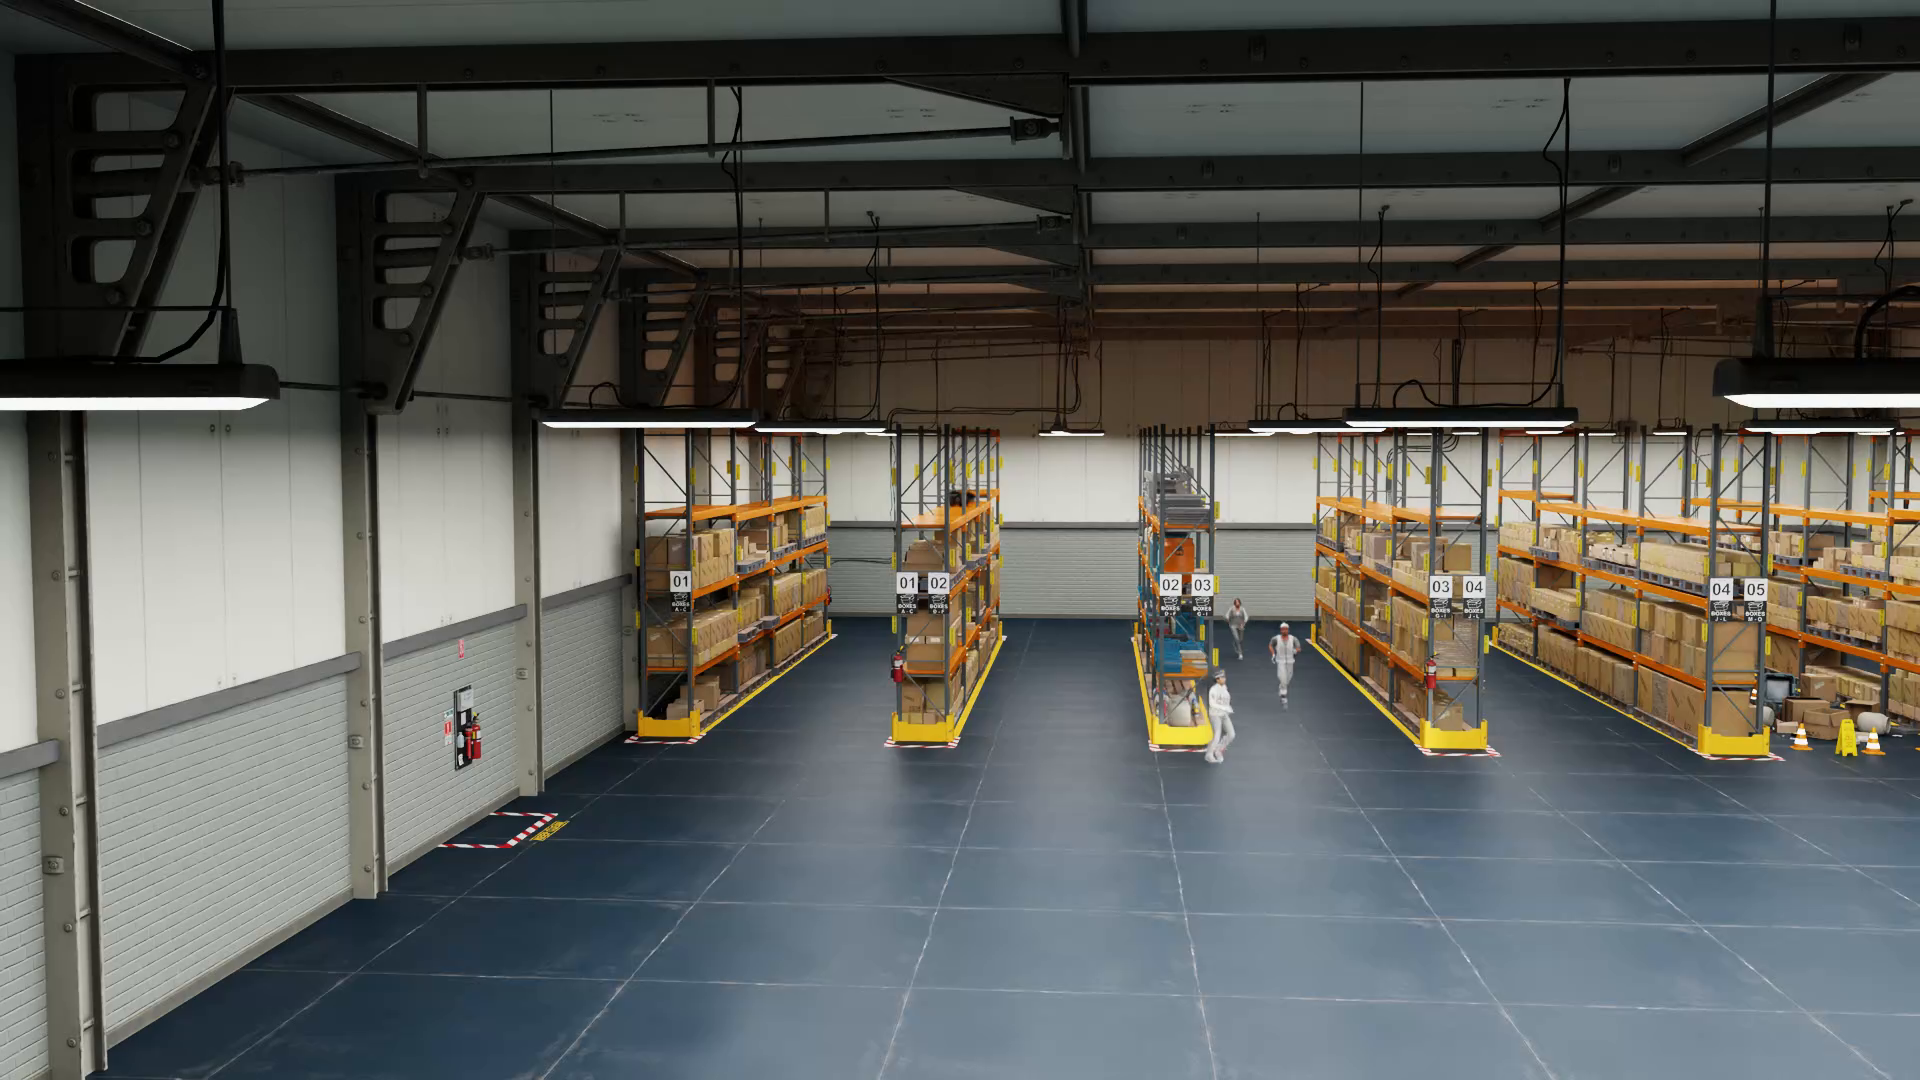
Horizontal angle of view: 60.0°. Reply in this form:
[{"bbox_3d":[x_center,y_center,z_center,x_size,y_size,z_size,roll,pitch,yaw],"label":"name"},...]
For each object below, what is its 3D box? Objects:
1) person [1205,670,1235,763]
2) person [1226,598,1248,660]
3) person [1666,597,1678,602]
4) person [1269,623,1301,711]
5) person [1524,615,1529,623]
[{"bbox_3d":[4.603,3.106,29.243,0.629,1.681,0.635,3,5,45],"label":"person"},{"bbox_3d":[7.240,2.305,43.480,0.560,1.584,0.780,0,3,1],"label":"person"},{"bbox_3d":[20.157,1.989,47.272,0.548,1.723,0.743,2,4,32],"label":"person"},{"bbox_3d":[6.947,2.664,35.469,0.629,1.817,0.912,0,3,-3],"label":"person"},{"bbox_3d":[16.295,2.063,47.163,0.572,1.622,0.761,3,5,40],"label":"person"}]
